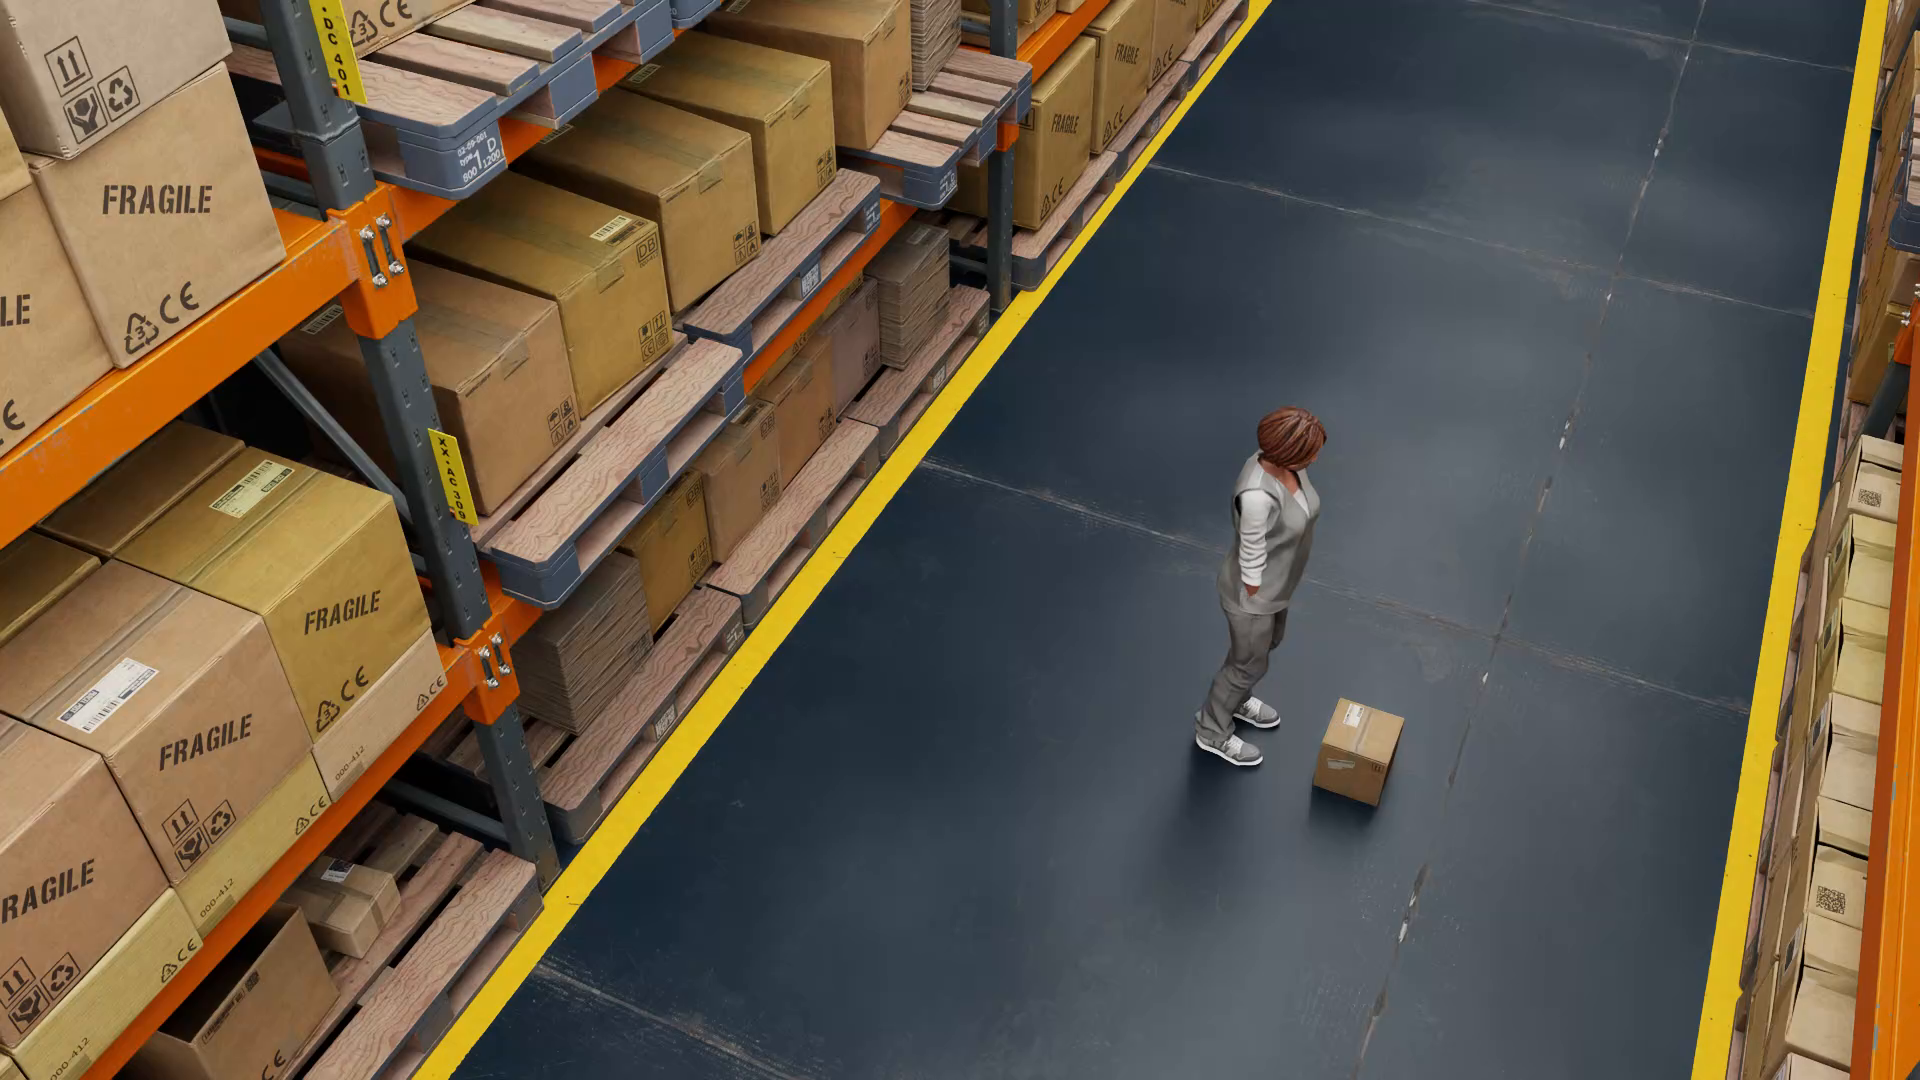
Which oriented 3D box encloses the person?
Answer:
[{"bbox_3d":[1.088,0.153,6.008,0.299,1.593,0.407,18,46,19],"label":"person"}]
